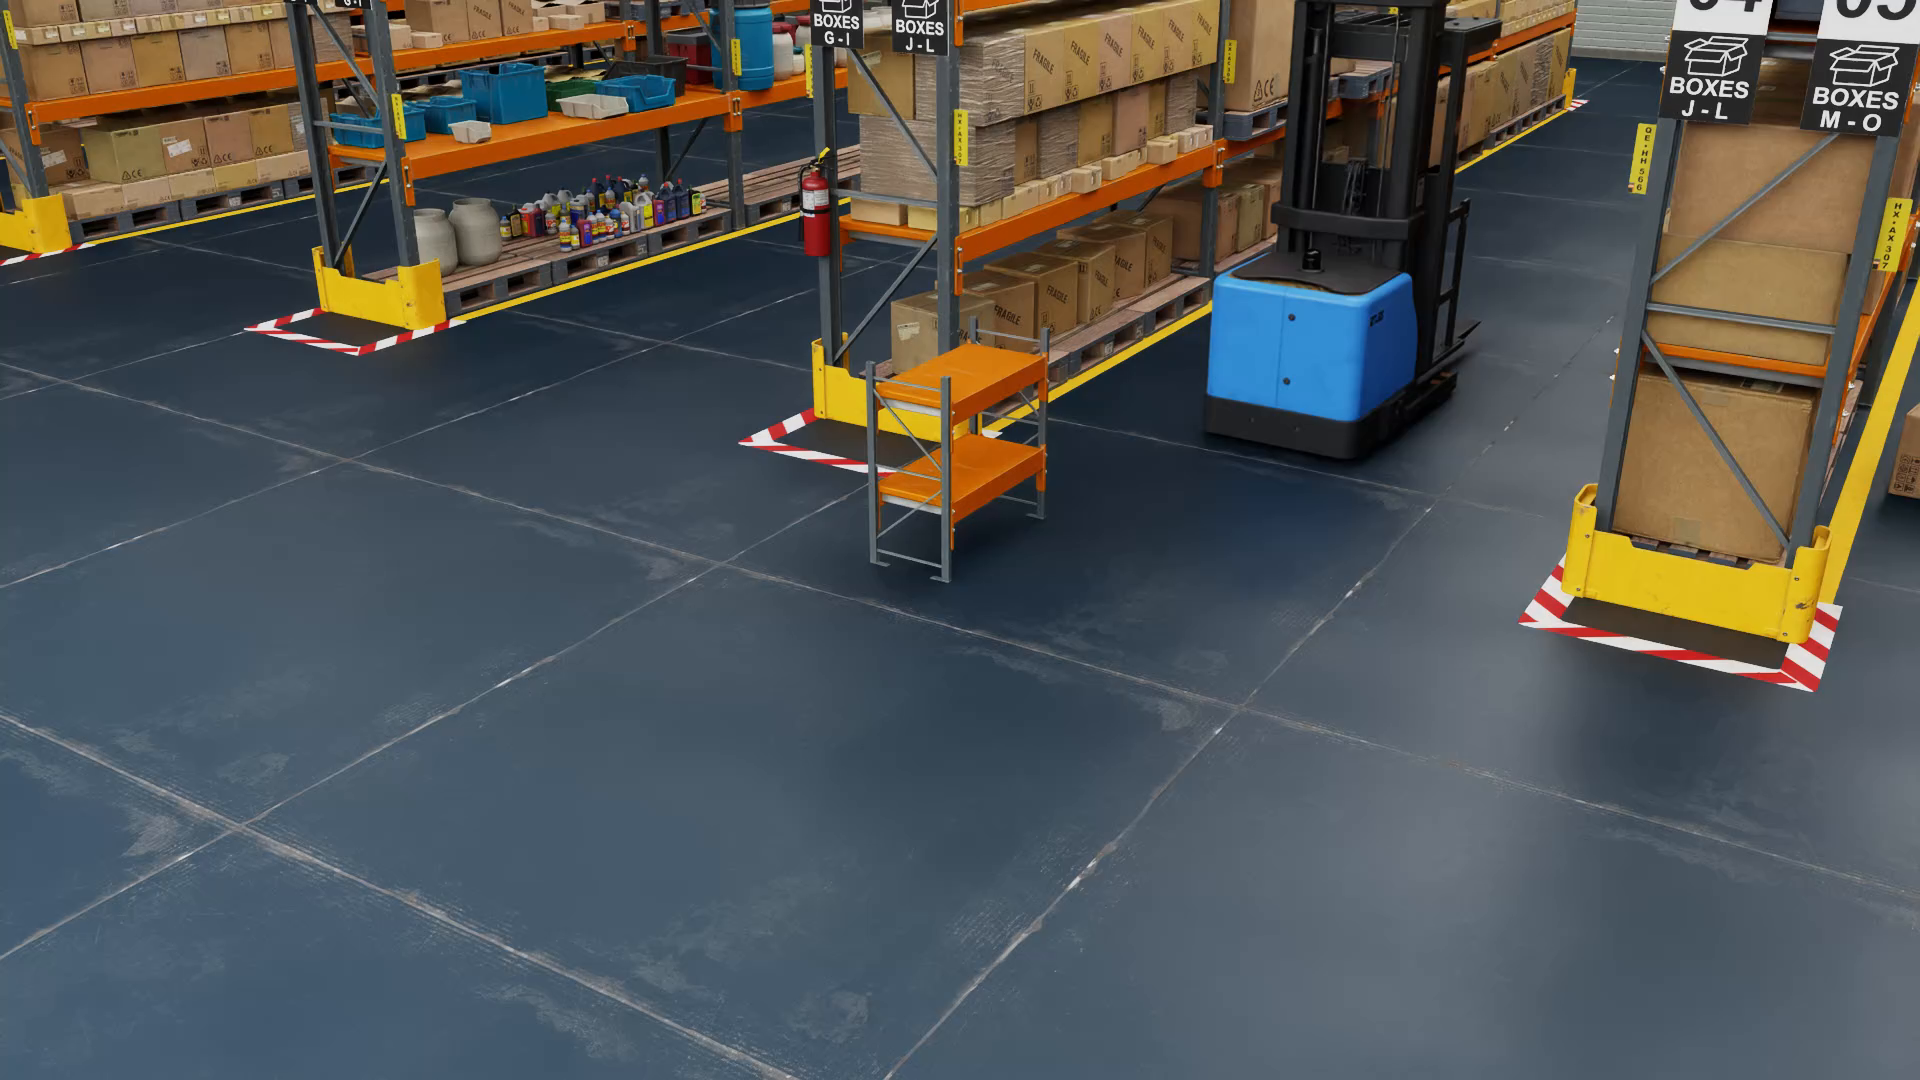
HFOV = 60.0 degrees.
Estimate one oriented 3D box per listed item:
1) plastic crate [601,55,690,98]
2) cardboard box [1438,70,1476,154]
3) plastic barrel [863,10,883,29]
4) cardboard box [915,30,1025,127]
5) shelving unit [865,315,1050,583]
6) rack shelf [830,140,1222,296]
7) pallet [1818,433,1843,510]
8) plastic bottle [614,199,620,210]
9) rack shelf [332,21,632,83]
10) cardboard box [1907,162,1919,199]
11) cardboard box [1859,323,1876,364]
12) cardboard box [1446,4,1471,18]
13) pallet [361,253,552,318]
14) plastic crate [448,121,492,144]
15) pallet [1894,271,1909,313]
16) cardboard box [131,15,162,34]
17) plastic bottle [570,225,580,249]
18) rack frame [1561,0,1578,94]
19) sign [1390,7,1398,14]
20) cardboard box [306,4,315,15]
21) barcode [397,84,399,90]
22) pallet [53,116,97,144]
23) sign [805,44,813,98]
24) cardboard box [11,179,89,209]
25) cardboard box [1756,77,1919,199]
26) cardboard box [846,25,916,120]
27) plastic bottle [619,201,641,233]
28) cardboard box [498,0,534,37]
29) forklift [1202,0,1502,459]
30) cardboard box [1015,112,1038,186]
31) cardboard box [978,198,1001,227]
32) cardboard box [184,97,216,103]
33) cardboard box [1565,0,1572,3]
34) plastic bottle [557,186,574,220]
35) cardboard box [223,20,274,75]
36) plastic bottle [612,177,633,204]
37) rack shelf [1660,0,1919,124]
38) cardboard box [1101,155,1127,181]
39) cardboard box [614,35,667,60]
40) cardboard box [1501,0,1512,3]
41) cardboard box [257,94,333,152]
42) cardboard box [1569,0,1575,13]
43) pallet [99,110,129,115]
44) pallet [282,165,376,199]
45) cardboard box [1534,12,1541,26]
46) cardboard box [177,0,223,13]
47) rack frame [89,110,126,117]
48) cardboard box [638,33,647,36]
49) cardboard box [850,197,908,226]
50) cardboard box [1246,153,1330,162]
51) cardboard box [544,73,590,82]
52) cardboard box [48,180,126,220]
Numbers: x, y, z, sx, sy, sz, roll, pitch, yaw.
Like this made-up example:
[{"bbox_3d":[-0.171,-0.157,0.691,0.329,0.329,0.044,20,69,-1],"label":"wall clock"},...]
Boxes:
[{"bbox_3d":[-2.941,-4.333,15.561,0.767,0.338,0.504,14,27,29],"label":"plastic crate"},{"bbox_3d":[5.080,-4.869,18.867,1.225,0.875,0.875,13,27,27],"label":"cardboard box"},{"bbox_3d":[-1.030,-5.378,17.757,0.421,0.512,0.421,0,23,0],"label":"plastic barrel"},{"bbox_3d":[0.063,-2.893,10.398,0.500,0.500,0.500,14,27,29],"label":"cardboard box"},{"bbox_3d":[0.004,-0.518,9.032,0.538,1.125,1.048,14,27,29],"label":"shelving unit"},{"bbox_3d":[0.596,-2.468,12.081,1.077,0.370,4.000,14,27,29],"label":"rack shelf"},{"bbox_3d":[4.702,-0.466,10.062,1.003,0.211,1.213,14,27,29],"label":"pallet"},{"bbox_3d":[-3.103,-2.983,15.230,0.061,0.283,0.133,14,27,29],"label":"plastic bottle"},{"bbox_3d":[-5.708,-5.895,19.998,1.077,0.370,4.000,14,27,29],"label":"rack shelf"},{"bbox_3d":[5.357,-2.151,10.255,0.875,0.550,0.550,14,27,29],"label":"cardboard box"},{"bbox_3d":[6.063,-1.788,11.909,1.050,0.750,0.750,14,27,29],"label":"cardboard box"},{"bbox_3d":[5.320,-5.661,18.425,0.500,0.500,0.500,14,27,28],"label":"cardboard box"},{"bbox_3d":[-4.233,-2.190,14.043,1.003,0.211,1.213,14,27,29],"label":"pallet"},{"bbox_3d":[-3.921,-3.275,13.371,0.298,0.136,0.250,14,27,29],"label":"plastic crate"},{"bbox_3d":[7.442,-2.220,14.112,1.003,0.211,1.213,14,27,29],"label":"pallet"},{"bbox_3d":[-7.939,-4.980,16.036,0.380,0.149,0.250,13,27,27],"label":"cardboard box"},{"bbox_3d":[-3.391,-2.660,14.588,0.097,0.201,0.097,0,23,0],"label":"plastic bottle"},{"bbox_3d":[7.981,-7.523,22.853,1.000,3.000,0.127,14,27,29],"label":"rack frame"},{"bbox_3d":[4.227,-5.208,16.146,0.100,0.325,0.005,14,27,29],"label":"sign"},{"bbox_3d":[-6.992,-5.585,17.434,0.380,0.149,0.250,13,27,27],"label":"cardboard box"},{"bbox_3d":[-6.274,-5.045,18.512,0.001,0.075,0.075,14,27,29],"label":"barcode"},{"bbox_3d":[-11.297,-5.074,20.704,1.003,0.211,1.213,14,27,29],"label":"pallet"},{"bbox_3d":[-0.919,-2.923,10.370,0.100,0.325,0.005,14,27,29],"label":"sign"},{"bbox_3d":[-8.841,-3.374,16.201,0.500,0.250,0.500,14,27,29],"label":"cardboard box"},{"bbox_3d":[4.553,-2.097,8.769,0.875,0.550,0.550,14,27,29],"label":"cardboard box"},{"bbox_3d":[-0.378,-3.002,10.650,0.500,0.500,0.500,14,27,29],"label":"cardboard box"},{"bbox_3d":[-3.012,-2.958,15.181,0.152,0.276,0.135,14,27,30],"label":"plastic bottle"},{"bbox_3d":[-5.524,-6.377,20.078,0.500,0.500,0.500,12,26,26],"label":"cardboard box"},{"bbox_3d":[2.801,-2.375,11.047,1.130,2.935,3.031,15,27,31],"label":"forklift"},{"bbox_3d":[0.017,-2.679,11.163,0.875,0.500,0.500,14,27,29],"label":"cardboard box"},{"bbox_3d":[0.043,-2.134,10.721,0.380,0.149,0.250,14,27,29],"label":"cardboard box"},{"bbox_3d":[-10.369,-6.079,22.109,0.700,0.500,0.500,13,27,28],"label":"cardboard box"},{"bbox_3d":[7.951,-7.372,22.317,0.500,0.250,0.500,13,27,28],"label":"cardboard box"},{"bbox_3d":[-3.659,-3.105,15.427,0.144,0.351,0.185,14,27,29],"label":"plastic bottle"},{"bbox_3d":[-7.532,-5.097,17.123,0.700,0.500,0.500,14,27,30],"label":"cardboard box"},{"bbox_3d":[-3.212,-3.282,15.836,0.144,0.351,0.185,14,27,29],"label":"plastic bottle"},{"bbox_3d":[4.757,-2.771,9.005,1.077,0.370,4.000,14,27,29],"label":"rack shelf"},{"bbox_3d":[0.984,-2.721,12.075,0.380,0.149,0.250,14,27,29],"label":"cardboard box"},{"bbox_3d":[-4.333,-6.684,22.563,0.500,0.250,0.500,15,28,31],"label":"cardboard box"},{"bbox_3d":[6.341,-6.693,19.806,0.500,0.500,0.500,14,27,29],"label":"cardboard box"},{"bbox_3d":[-7.095,-4.457,17.758,0.500,0.500,0.500,14,27,29],"label":"cardboard box"},{"bbox_3d":[8.073,-7.219,22.466,0.380,0.149,0.250,14,27,30],"label":"cardboard box"},{"bbox_3d":[-10.564,-5.571,21.852,1.003,0.211,1.213,14,27,29],"label":"pallet"},{"bbox_3d":[-7.218,-4.011,18.250,1.003,0.211,1.213,14,27,29],"label":"pallet"},{"bbox_3d":[7.131,-6.615,21.070,0.380,0.149,0.250,13,27,27],"label":"cardboard box"},{"bbox_3d":[-7.785,-5.532,16.495,0.700,0.500,0.500,14,27,29],"label":"cardboard box"},{"bbox_3d":[-10.973,-6.587,20.691,1.000,3.000,0.127,14,27,29],"label":"rack frame"},{"bbox_3d":[-5.731,-8.906,28.664,0.700,0.500,0.500,15,27,30],"label":"cardboard box"},{"bbox_3d":[-0.484,-2.147,10.751,0.380,0.149,0.250,14,27,29],"label":"cardboard box"},{"bbox_3d":[3.143,-3.458,16.054,0.700,0.500,0.500,11,26,25],"label":"cardboard box"},{"bbox_3d":[-4.988,-5.684,20.830,0.500,0.311,0.500,13,27,28],"label":"cardboard box"},{"bbox_3d":[-8.401,-3.266,15.950,0.500,0.250,0.500,14,27,29],"label":"cardboard box"}]
